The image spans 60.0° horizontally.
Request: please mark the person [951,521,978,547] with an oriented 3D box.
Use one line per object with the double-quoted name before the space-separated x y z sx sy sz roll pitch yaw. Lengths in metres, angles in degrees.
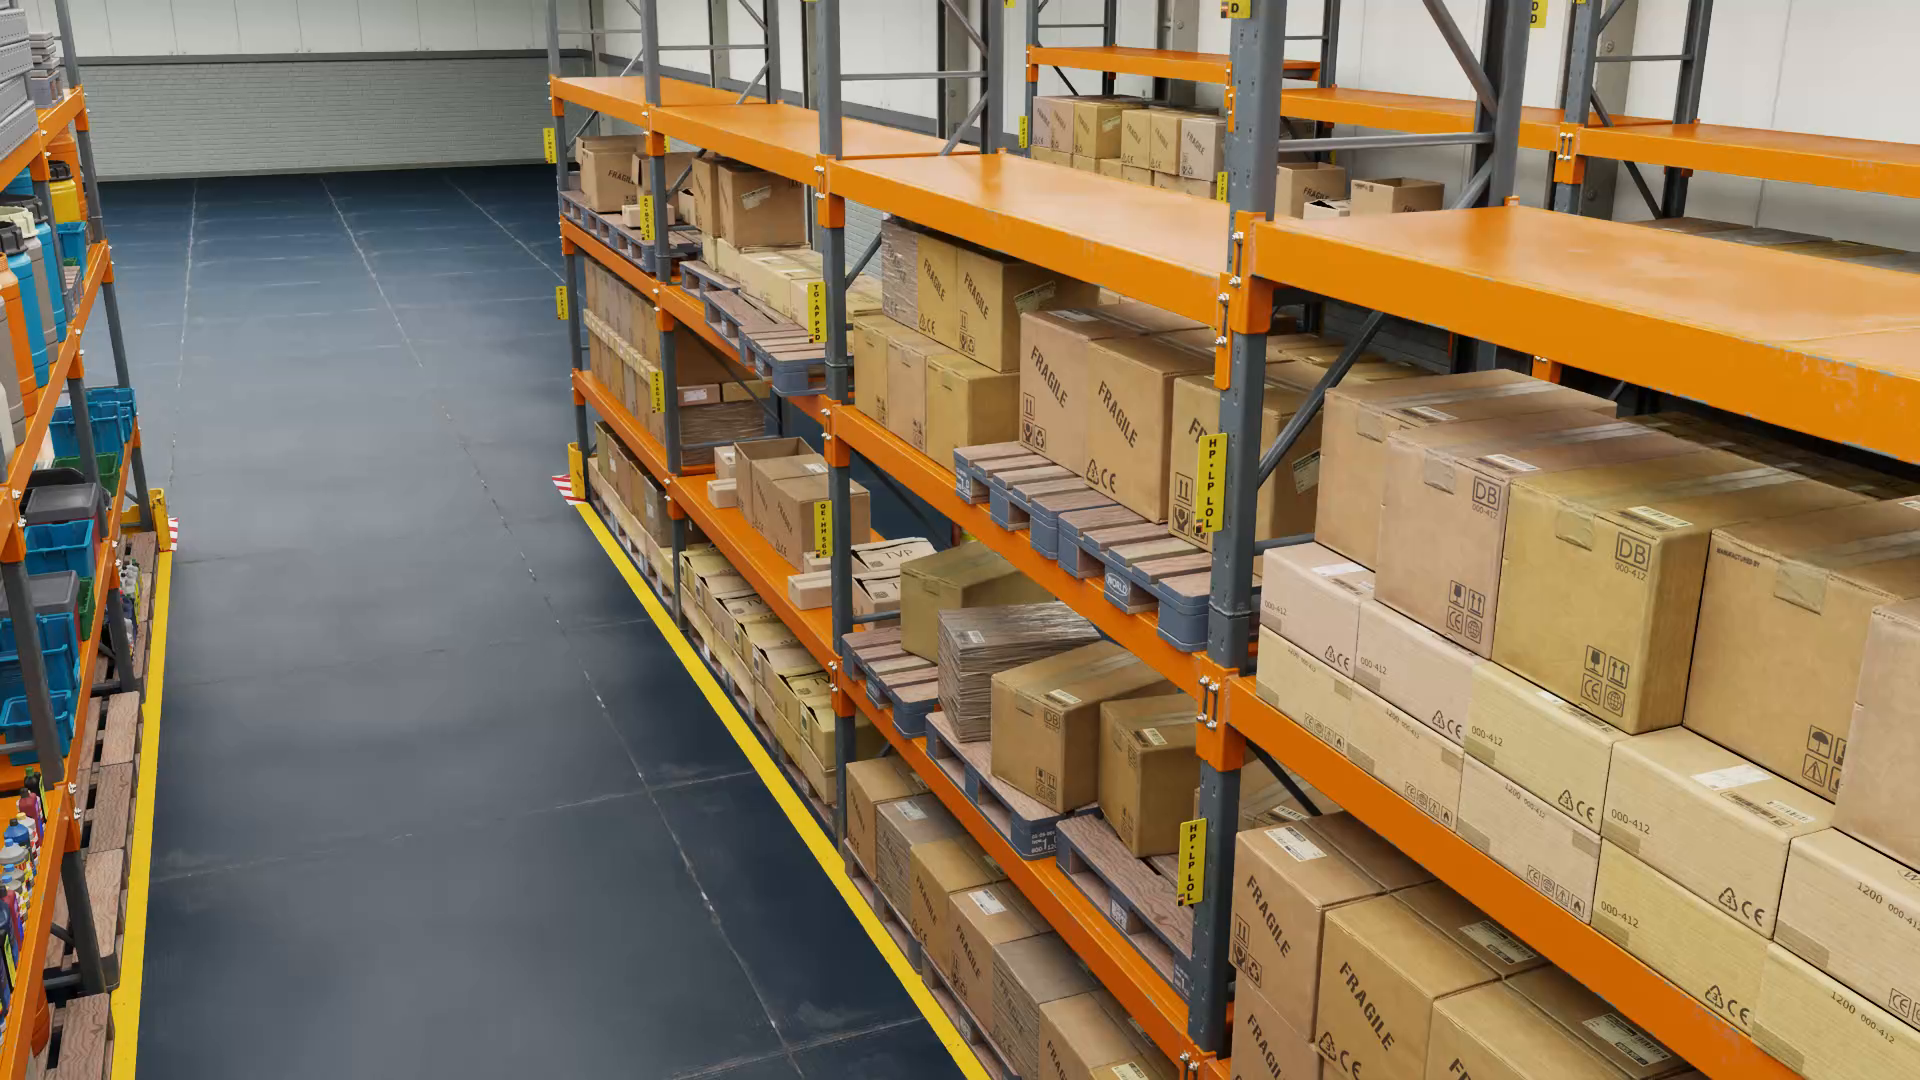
"person" 0.230 0.090 12.577 0.632 1.759 0.462 -9 21 -25
